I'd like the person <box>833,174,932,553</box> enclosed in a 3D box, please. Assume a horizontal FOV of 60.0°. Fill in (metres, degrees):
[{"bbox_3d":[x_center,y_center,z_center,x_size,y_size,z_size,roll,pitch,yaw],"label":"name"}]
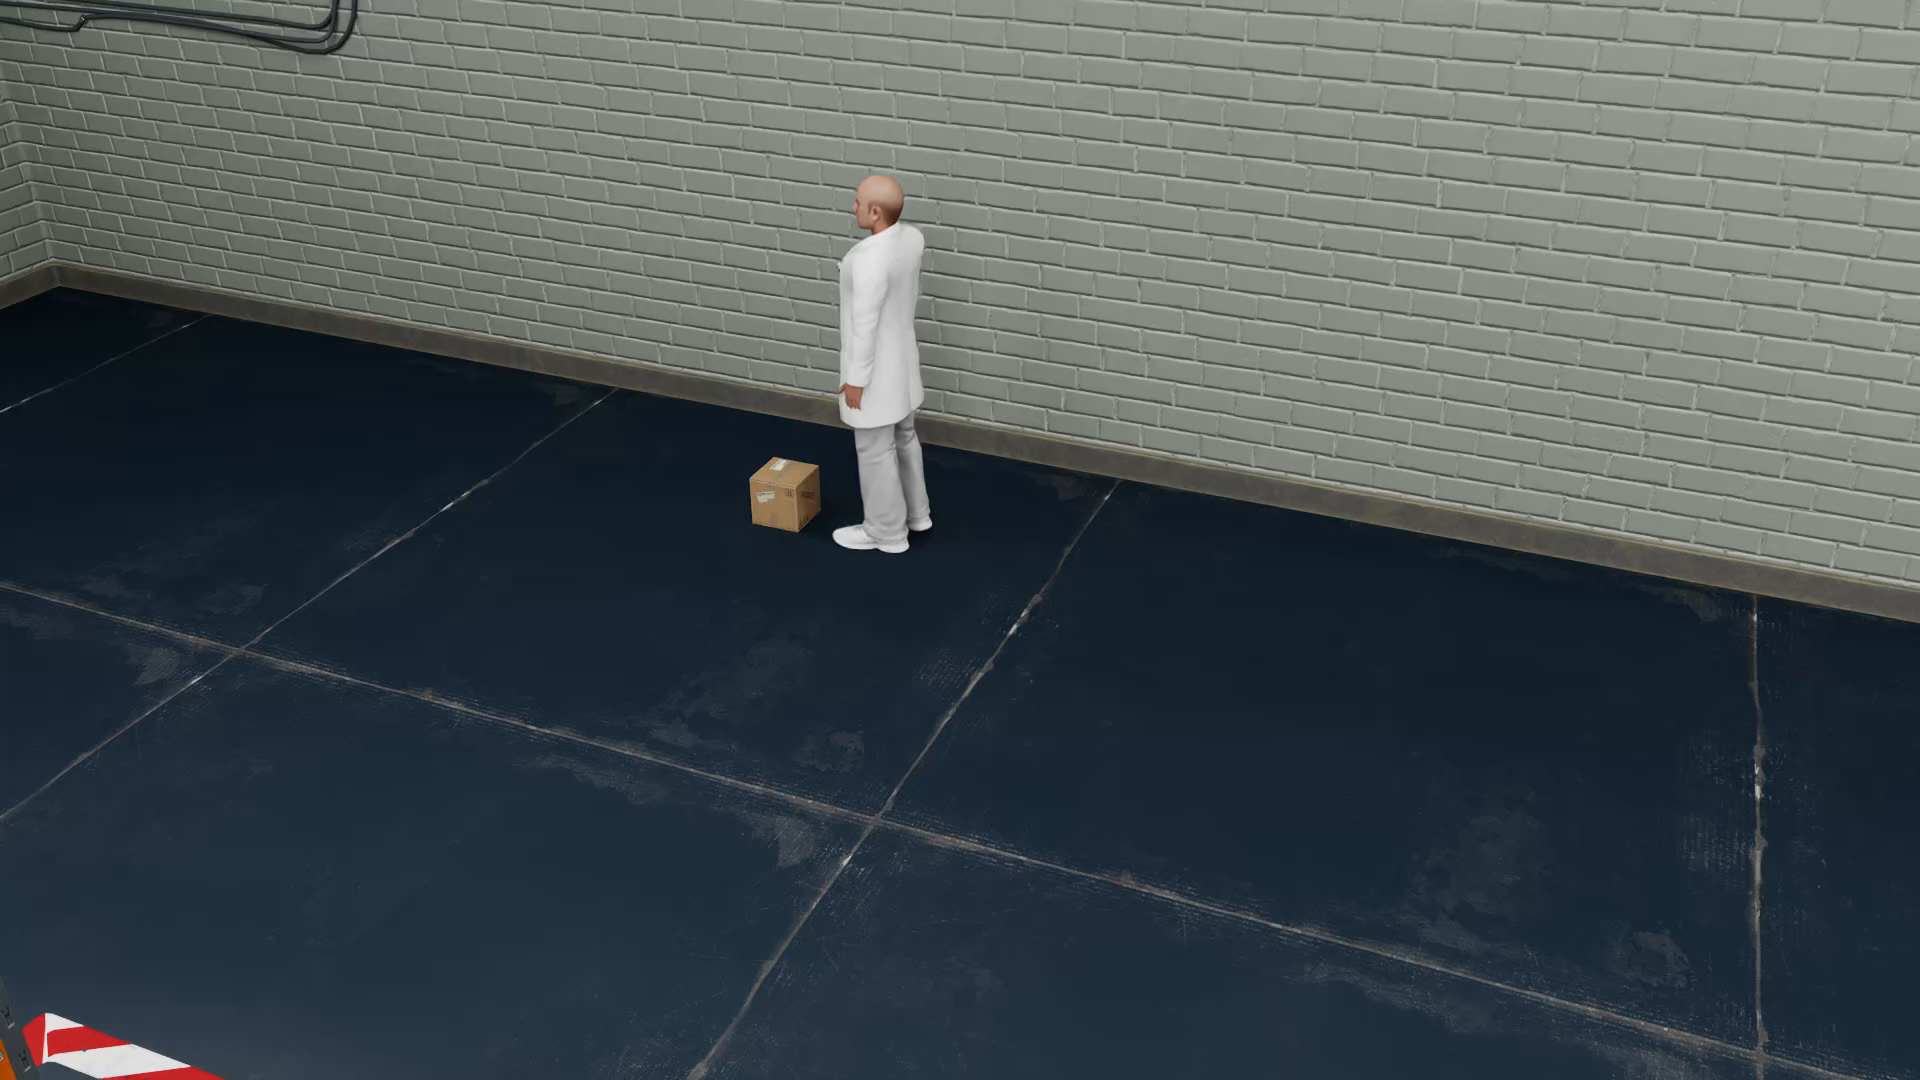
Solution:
[{"bbox_3d":[-0.376,-0.783,7.548,0.393,1.794,0.563,12,31,20],"label":"person"}]
